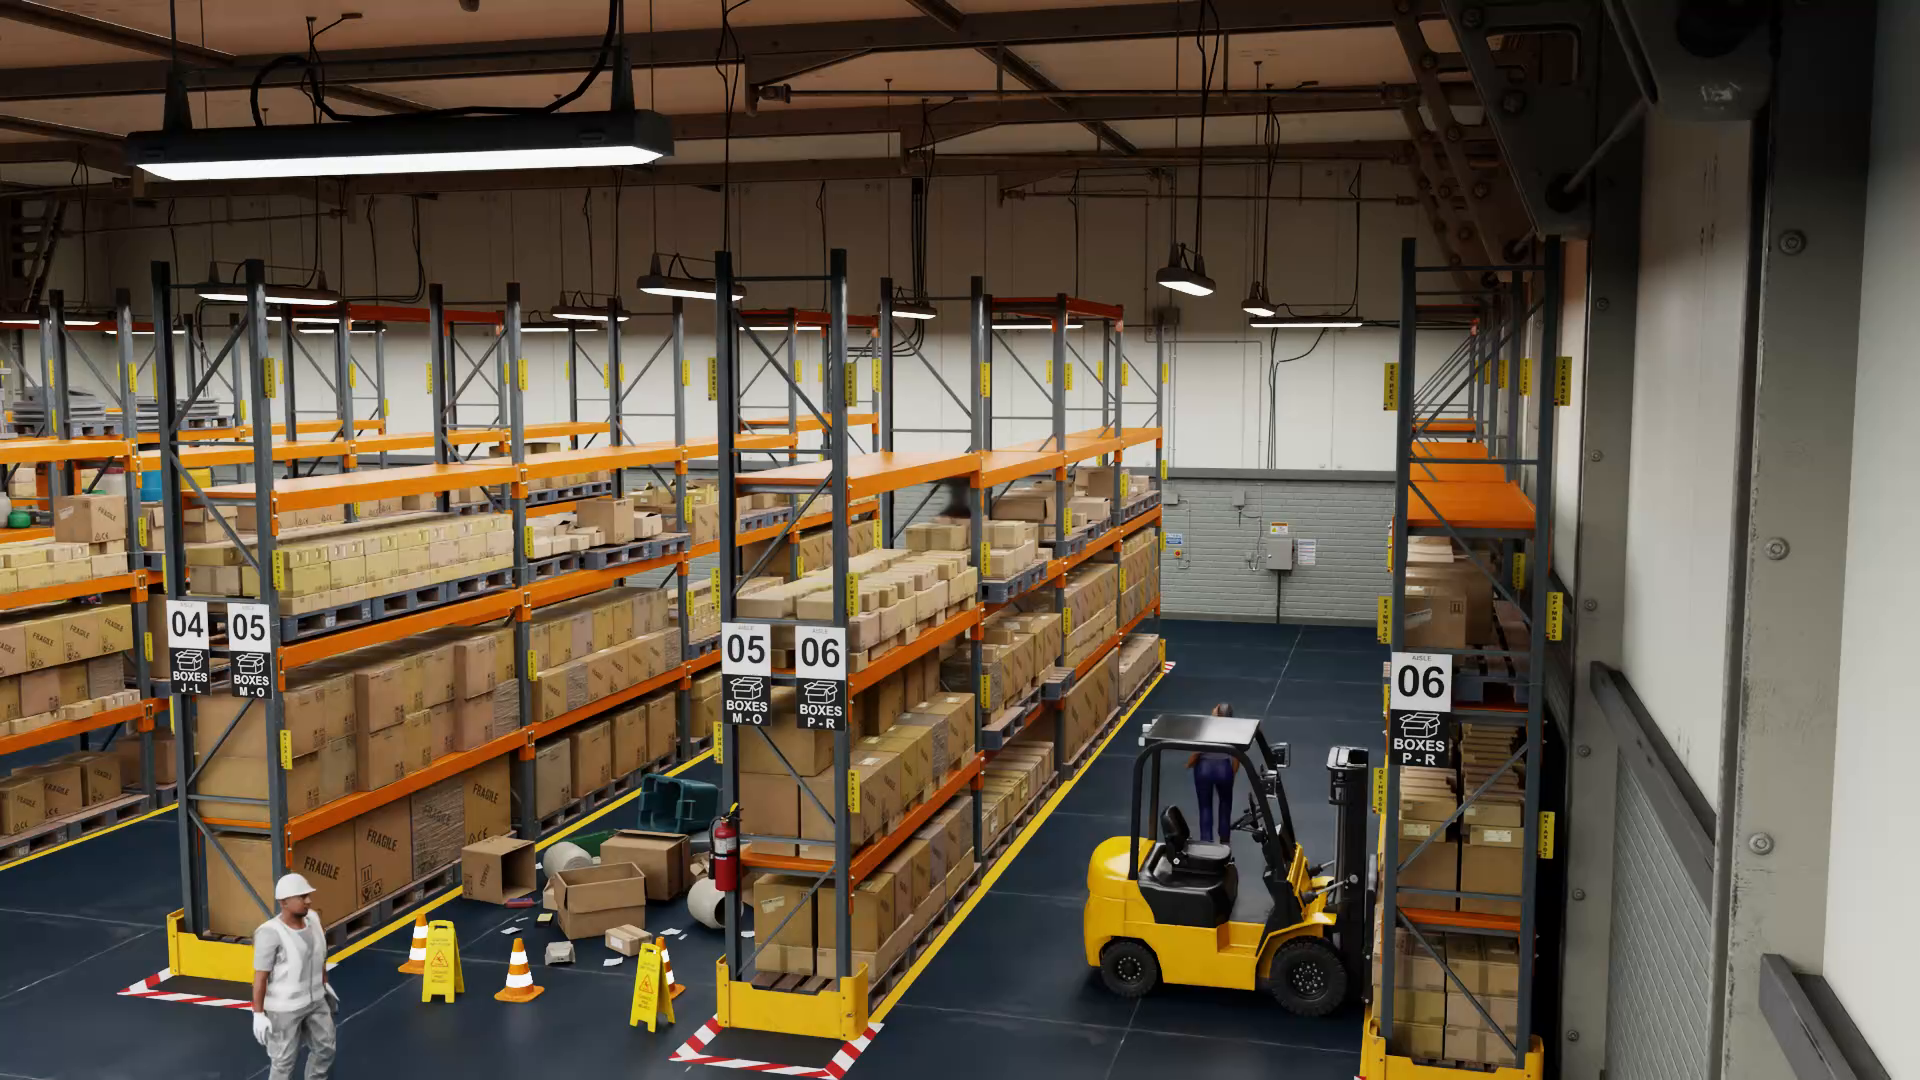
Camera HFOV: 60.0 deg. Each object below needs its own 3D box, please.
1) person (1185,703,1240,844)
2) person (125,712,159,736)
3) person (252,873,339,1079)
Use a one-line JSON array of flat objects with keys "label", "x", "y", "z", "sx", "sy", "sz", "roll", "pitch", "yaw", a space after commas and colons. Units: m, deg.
[{"label": "person", "x": 2.674, "y": 2.504, "z": 17.582, "sx": 0.591, "sy": 1.638, "sz": 0.744, "roll": 1, "pitch": 6, "yaw": 8}, {"label": "person", "x": -10.980, "y": 1.951, "z": 22.295, "sx": 0.589, "sy": 1.740, "sz": 0.386, "roll": -4, "pitch": 7, "yaw": -35}, {"label": "person", "x": -4.455, "y": 3.122, "z": 11.126, "sx": 0.374, "sy": 1.812, "sz": 0.663, "roll": 2, "pitch": 6, "yaw": 21}]
